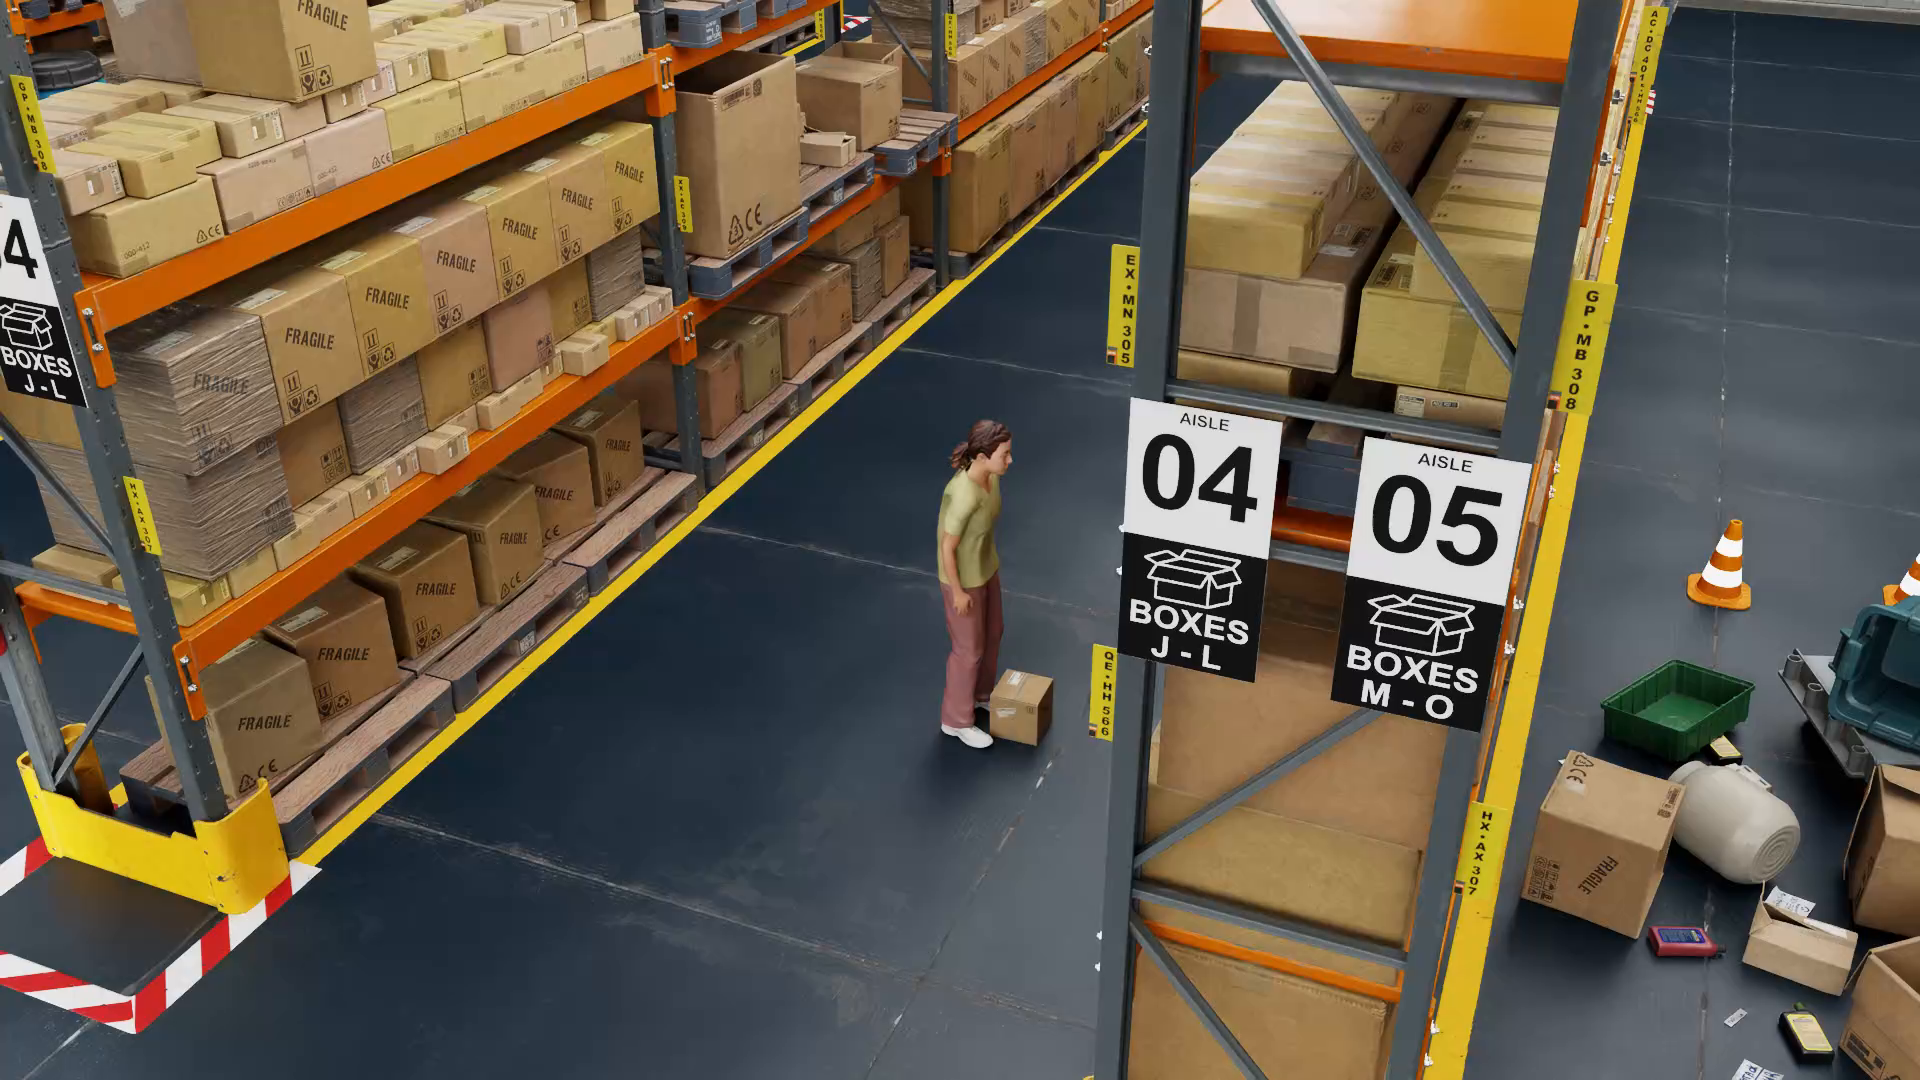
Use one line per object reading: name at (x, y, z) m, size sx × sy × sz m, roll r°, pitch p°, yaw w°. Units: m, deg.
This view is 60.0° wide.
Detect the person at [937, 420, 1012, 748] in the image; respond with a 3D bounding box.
person at (0.079, 0.179, 8.080) m, size 0.354 × 1.673 × 0.501 m, roll 11°, pitch 32°, yaw 19°
